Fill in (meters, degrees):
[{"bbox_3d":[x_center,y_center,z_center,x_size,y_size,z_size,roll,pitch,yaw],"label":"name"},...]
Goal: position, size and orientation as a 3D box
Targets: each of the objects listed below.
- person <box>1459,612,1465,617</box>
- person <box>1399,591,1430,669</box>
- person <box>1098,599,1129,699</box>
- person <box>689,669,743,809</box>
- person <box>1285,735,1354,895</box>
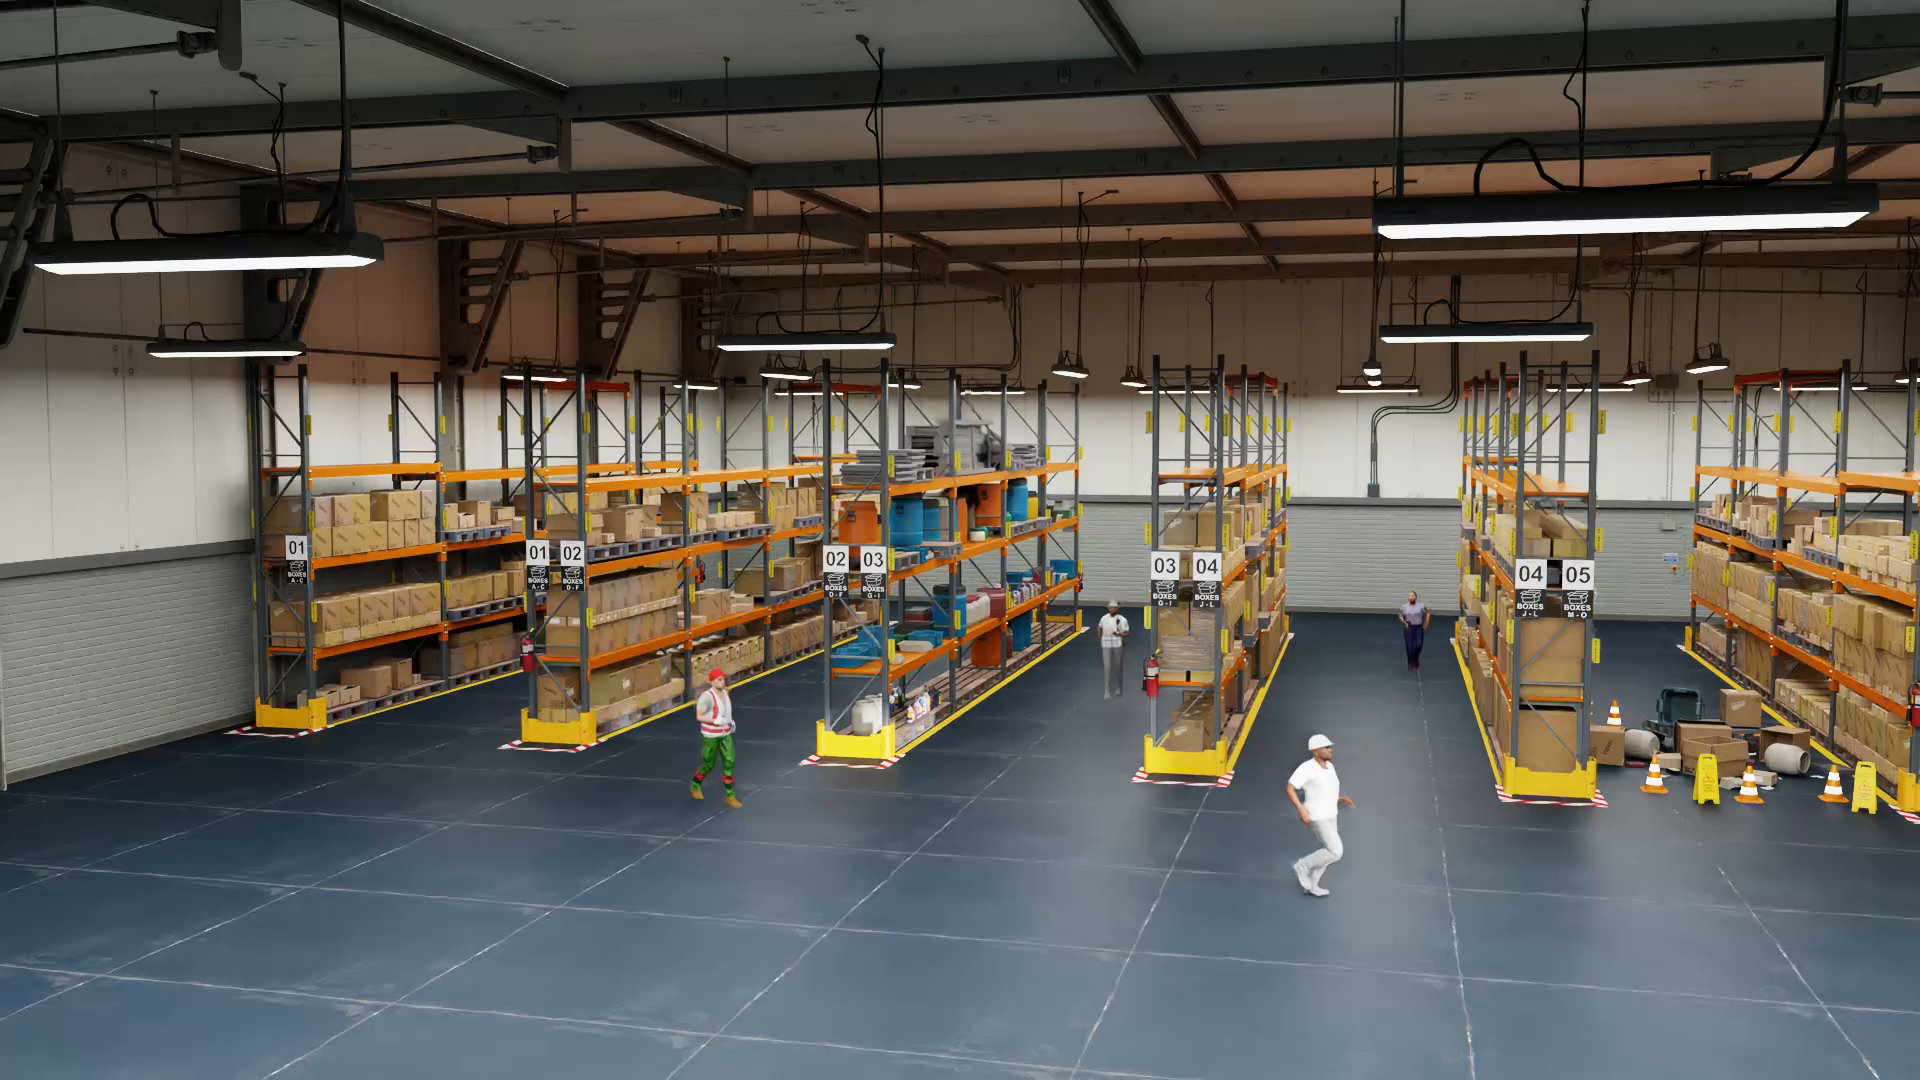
[{"bbox_3d":[12.007,1.546,39.055,0.525,1.539,0.525,0,4,-2],"label":"person"},{"bbox_3d":[9.289,1.853,34.034,0.618,1.607,0.570,1,4,17],"label":"person"},{"bbox_3d":[2.639,1.885,28.726,0.579,1.737,0.860,1,4,11],"label":"person"},{"bbox_3d":[-3.214,2.595,21.877,0.854,1.829,0.684,3,5,40],"label":"person"},{"bbox_3d":[3.853,2.923,17.604,0.583,1.720,0.695,3,5,39],"label":"person"}]
